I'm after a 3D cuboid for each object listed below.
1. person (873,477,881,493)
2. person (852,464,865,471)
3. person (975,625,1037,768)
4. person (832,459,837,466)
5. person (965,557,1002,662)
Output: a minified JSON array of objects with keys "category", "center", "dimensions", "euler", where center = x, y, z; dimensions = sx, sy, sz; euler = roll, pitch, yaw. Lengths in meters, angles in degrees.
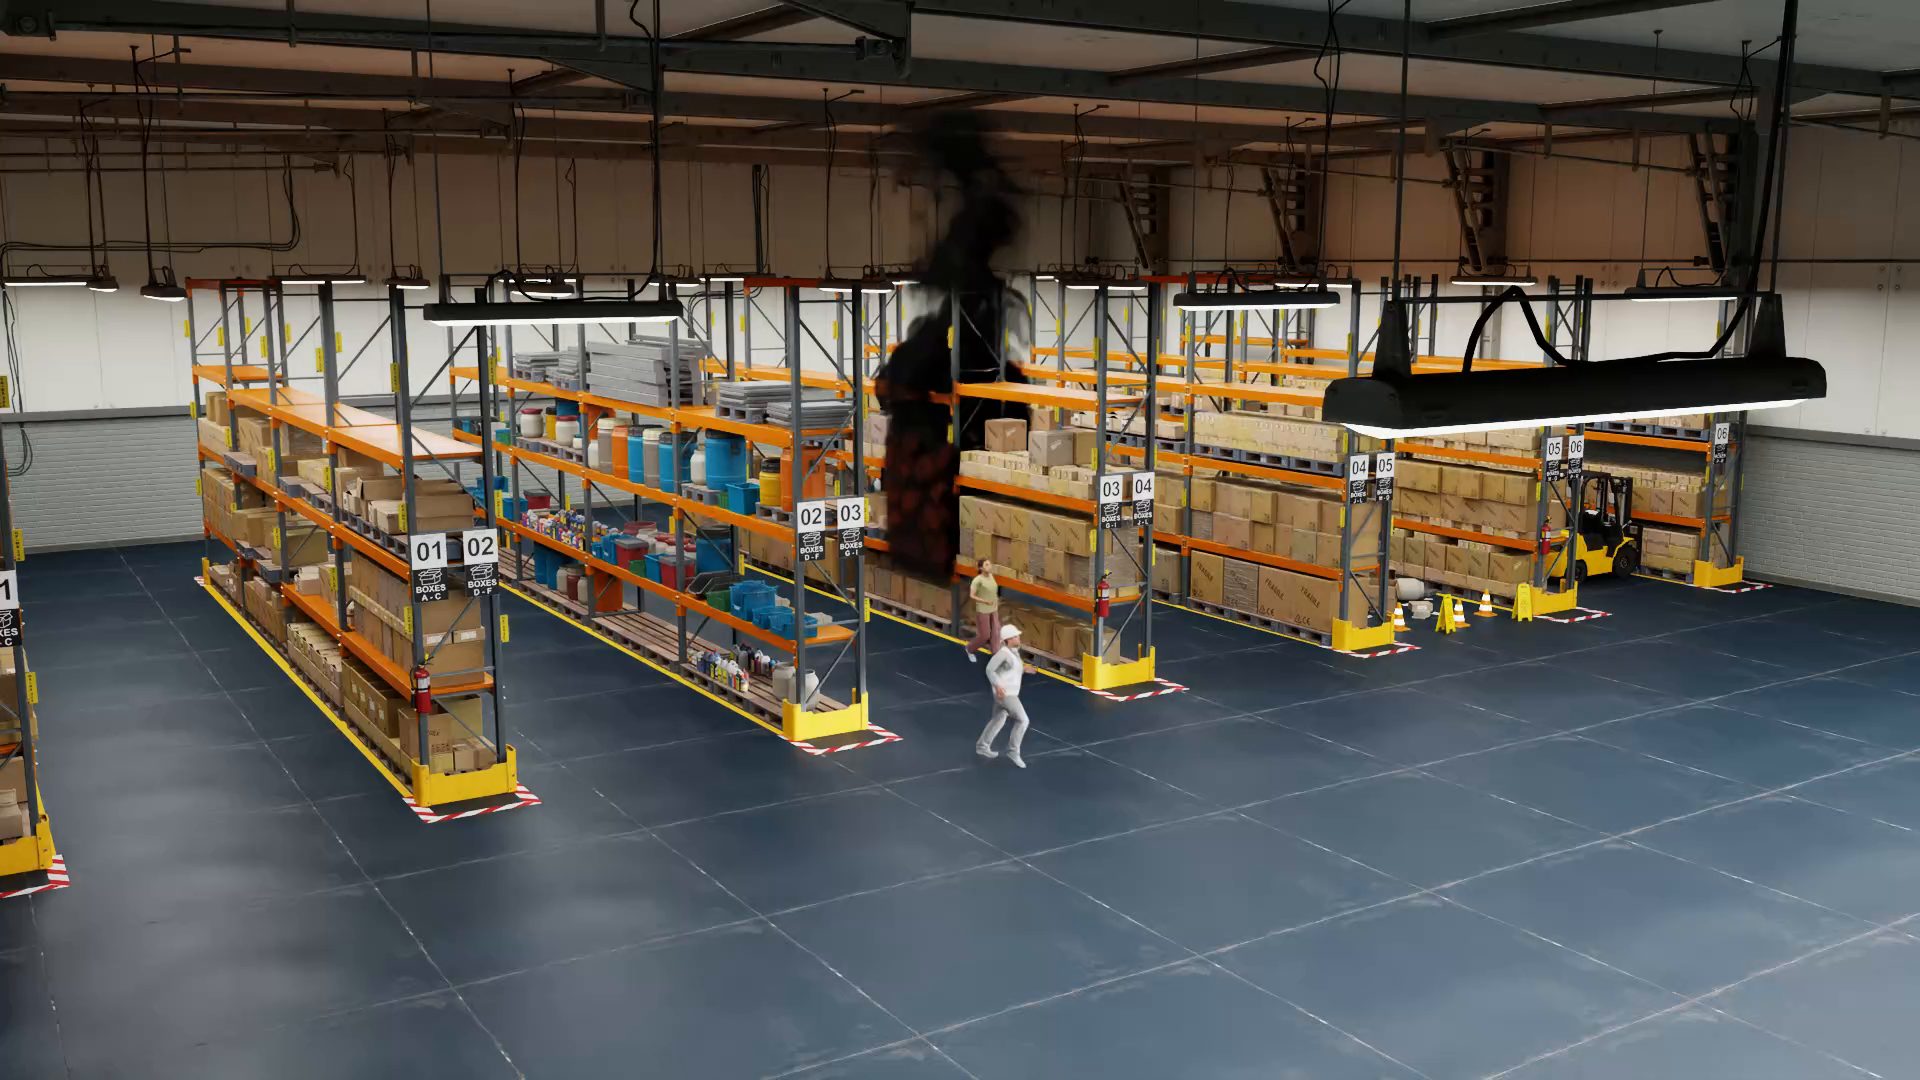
[{"category":"person","center":[-1.911,-1.558,42.133],"dimensions":[0.587,1.732,0.780],"euler":[3,10,16]},{"category":"person","center":[-2.534,-1.346,41.512],"dimensions":[0.673,1.544,0.579],"euler":[-8,13,-41]},{"category":"person","center":[0.582,1.959,21.072],"dimensions":[0.779,1.823,0.648],"euler":[1,10,3]},{"category":"person","center":[-3.002,-1.322,41.117],"dimensions":[0.648,1.626,0.692],"euler":[5,11,27]},{"category":"person","center":[0.422,1.080,24.875],"dimensions":[0.592,1.656,0.866],"euler":[-9,13,-42]}]
